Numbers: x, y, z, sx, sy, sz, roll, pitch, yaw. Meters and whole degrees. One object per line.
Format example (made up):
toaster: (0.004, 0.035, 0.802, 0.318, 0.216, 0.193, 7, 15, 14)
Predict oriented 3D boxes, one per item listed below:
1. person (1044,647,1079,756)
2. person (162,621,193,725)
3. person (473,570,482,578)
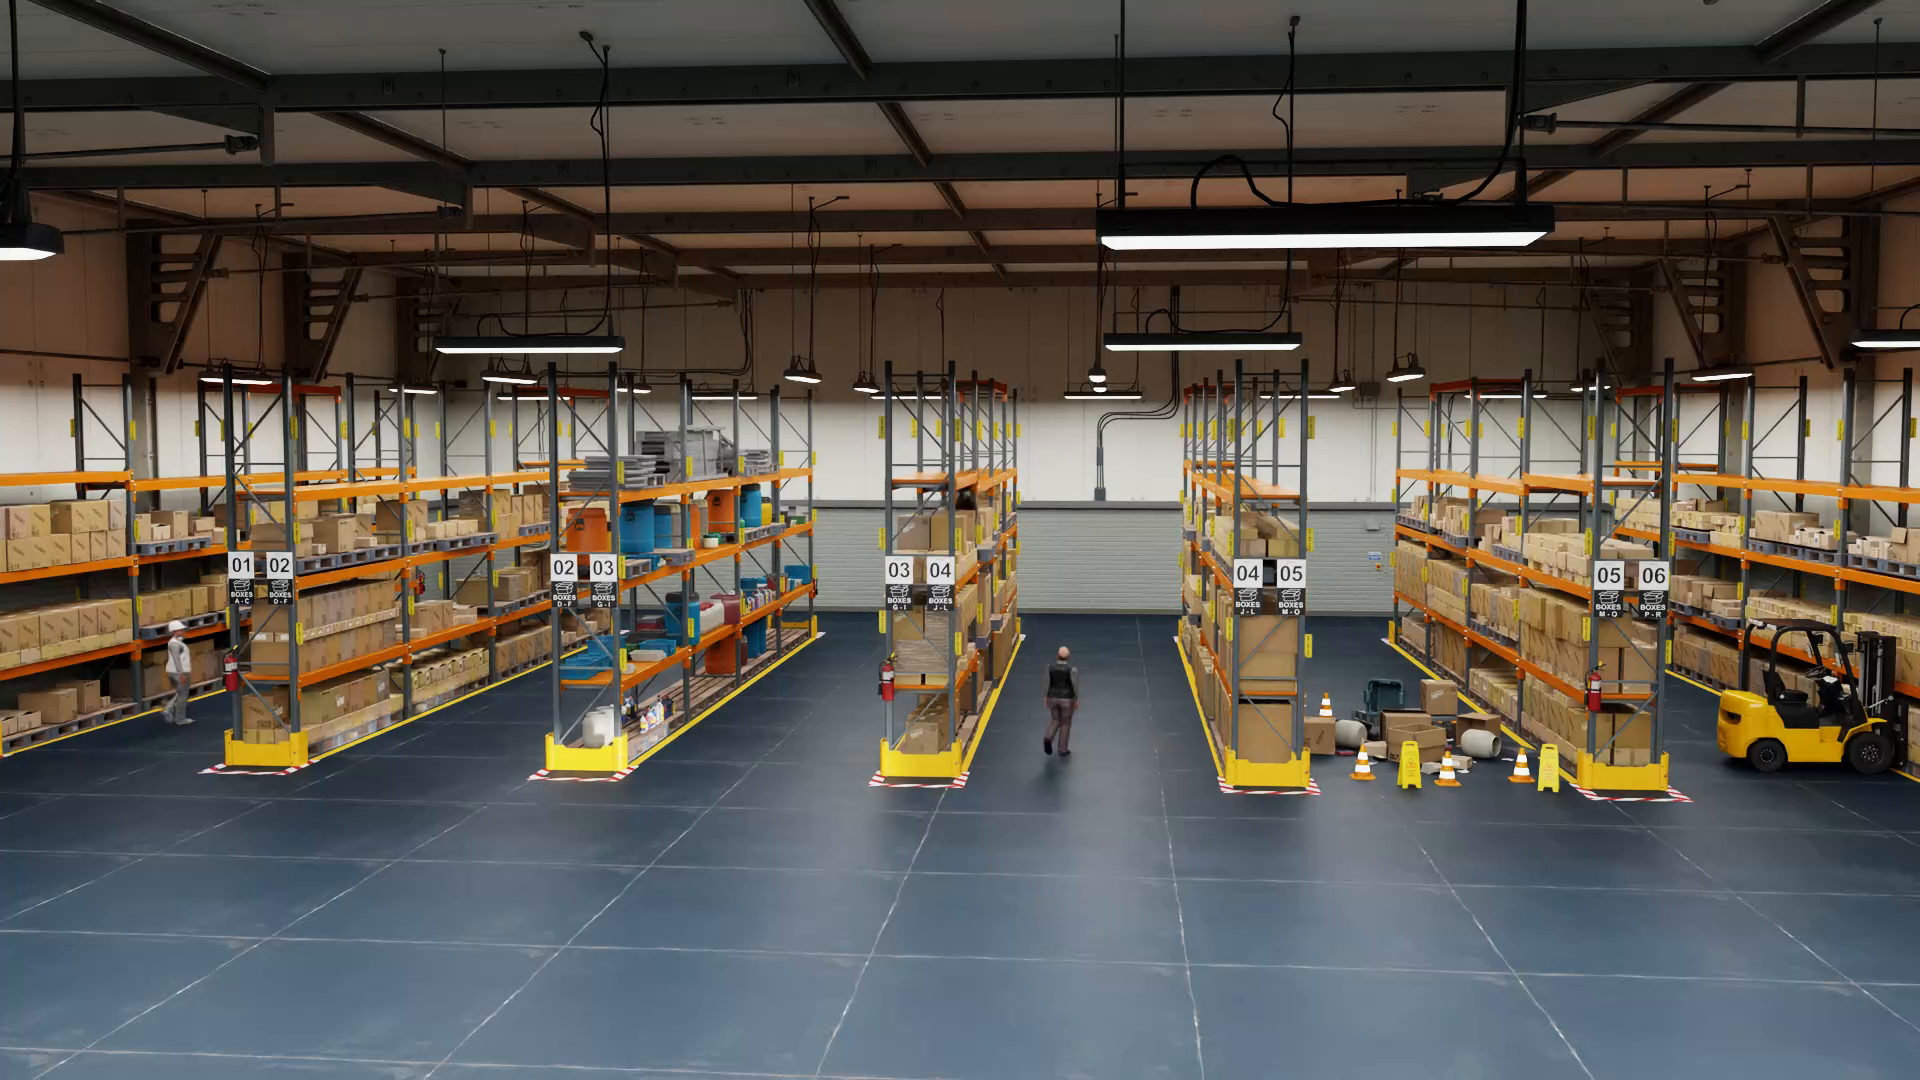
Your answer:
person: (1.551, 2.465, 25.444, 0.536, 1.695, 0.531, 3, 5, 37)
person: (-13.275, 2.247, 28.206, 0.529, 1.767, 0.481, 3, 5, 37)
person: (-11.467, 1.556, 39.591, 0.469, 1.697, 0.488, 1, 4, 15)
